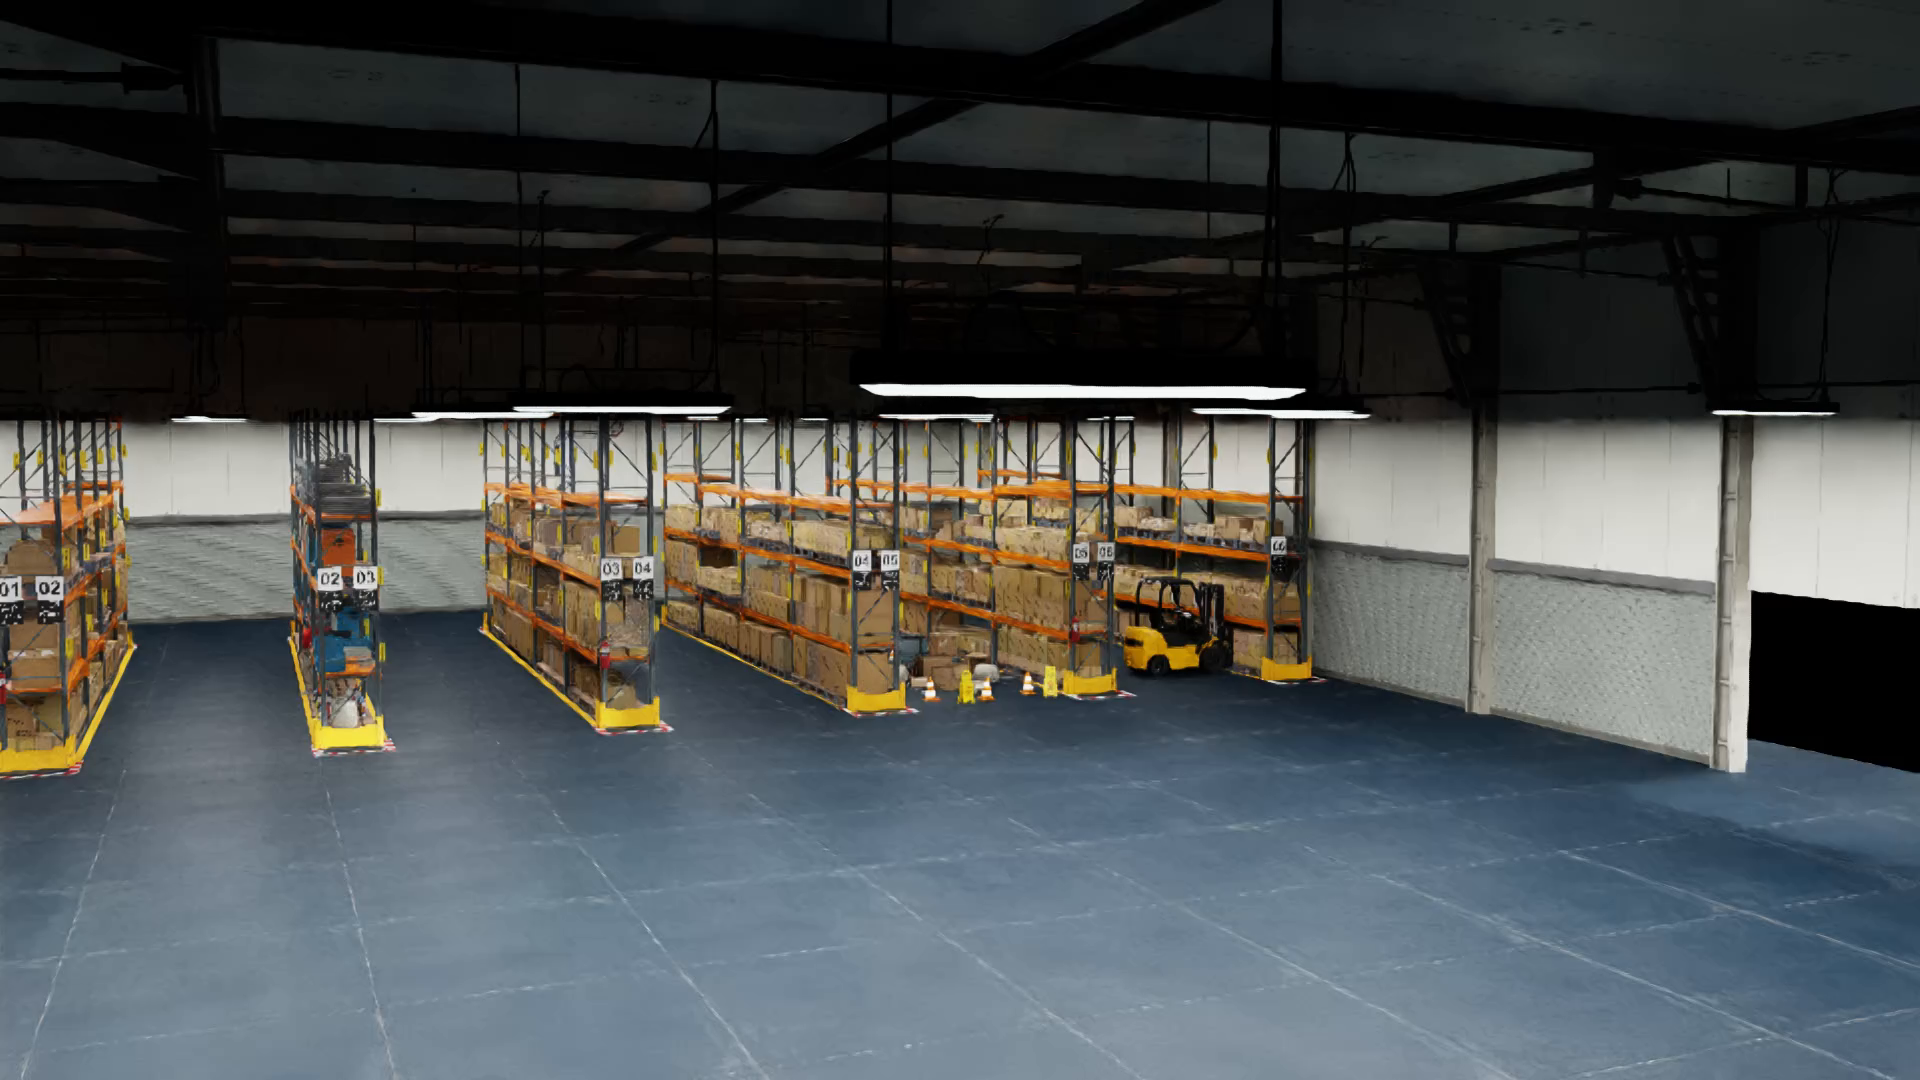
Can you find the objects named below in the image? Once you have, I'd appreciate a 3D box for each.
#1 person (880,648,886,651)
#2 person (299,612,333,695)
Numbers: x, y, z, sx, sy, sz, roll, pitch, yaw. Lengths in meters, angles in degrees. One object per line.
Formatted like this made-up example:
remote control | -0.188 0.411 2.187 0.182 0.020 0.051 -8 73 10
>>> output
person | -2.007 2.080 39.881 0.564 1.666 0.564 0 4 7
person | -13.156 2.309 33.933 0.592 1.708 0.709 -3 5 -39
